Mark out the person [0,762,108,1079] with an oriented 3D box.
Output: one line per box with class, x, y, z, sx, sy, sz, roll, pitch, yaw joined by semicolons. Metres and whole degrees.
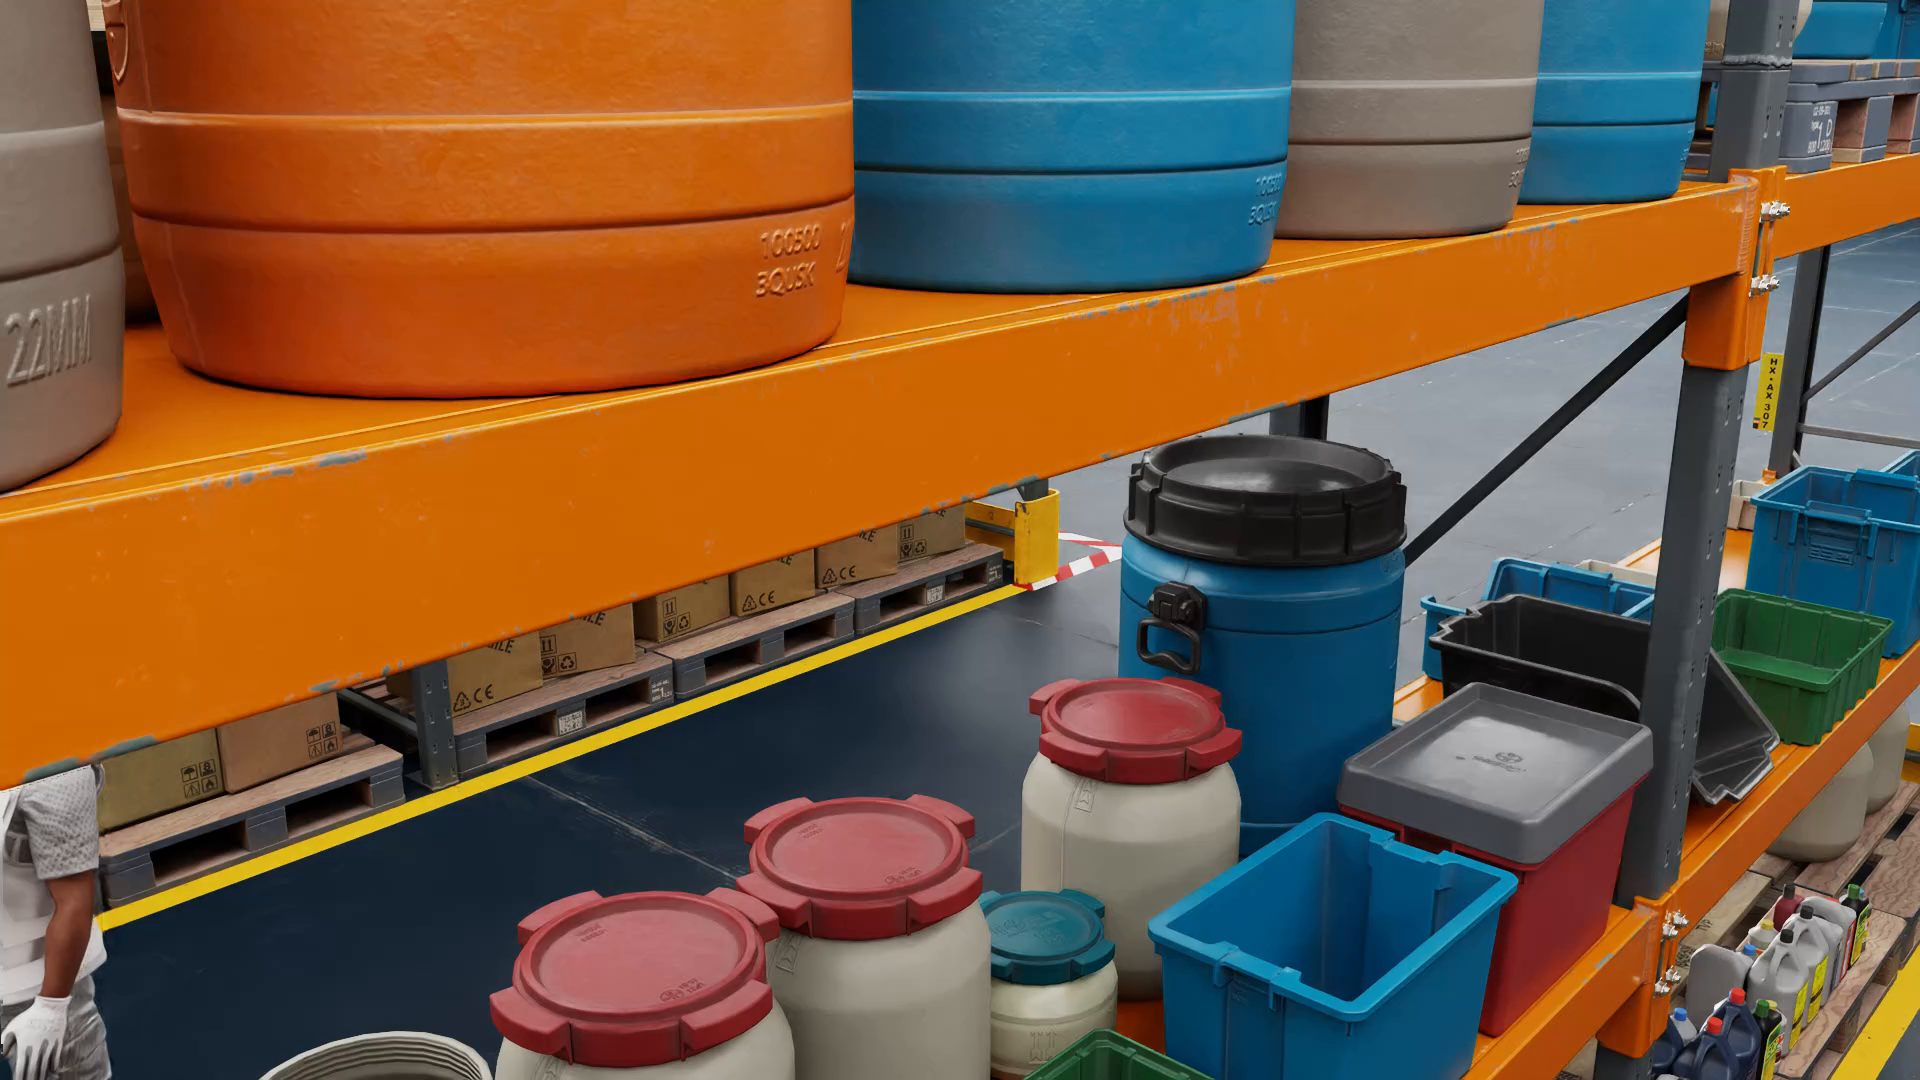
person;-2.295;1.092;3.938;0.603;1.848;0.616;7;18;22
